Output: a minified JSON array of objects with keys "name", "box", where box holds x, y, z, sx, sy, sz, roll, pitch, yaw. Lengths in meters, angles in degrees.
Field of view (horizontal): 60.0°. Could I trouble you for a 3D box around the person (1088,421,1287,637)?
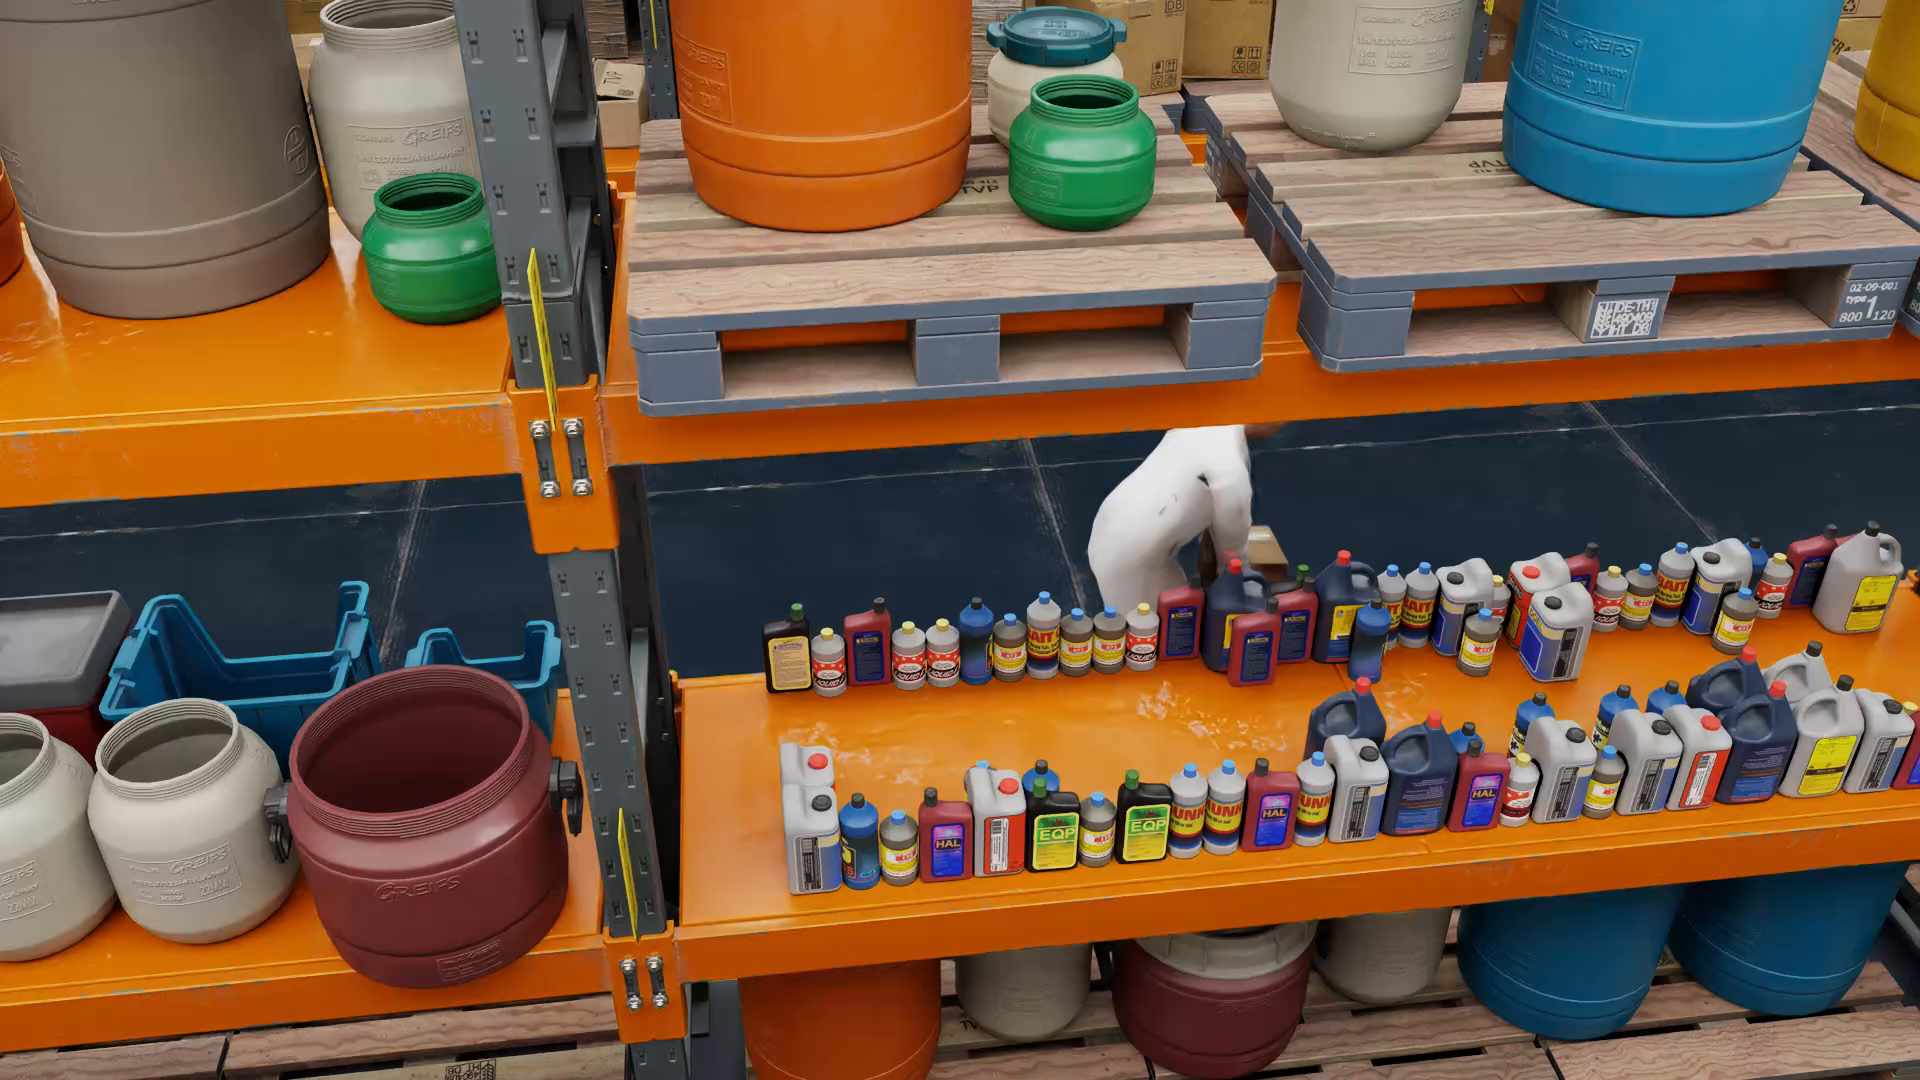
[{"name":"person","box":[0.829,0.125,6.129,0.716,1.609,0.550,-5,35,-7]}]
